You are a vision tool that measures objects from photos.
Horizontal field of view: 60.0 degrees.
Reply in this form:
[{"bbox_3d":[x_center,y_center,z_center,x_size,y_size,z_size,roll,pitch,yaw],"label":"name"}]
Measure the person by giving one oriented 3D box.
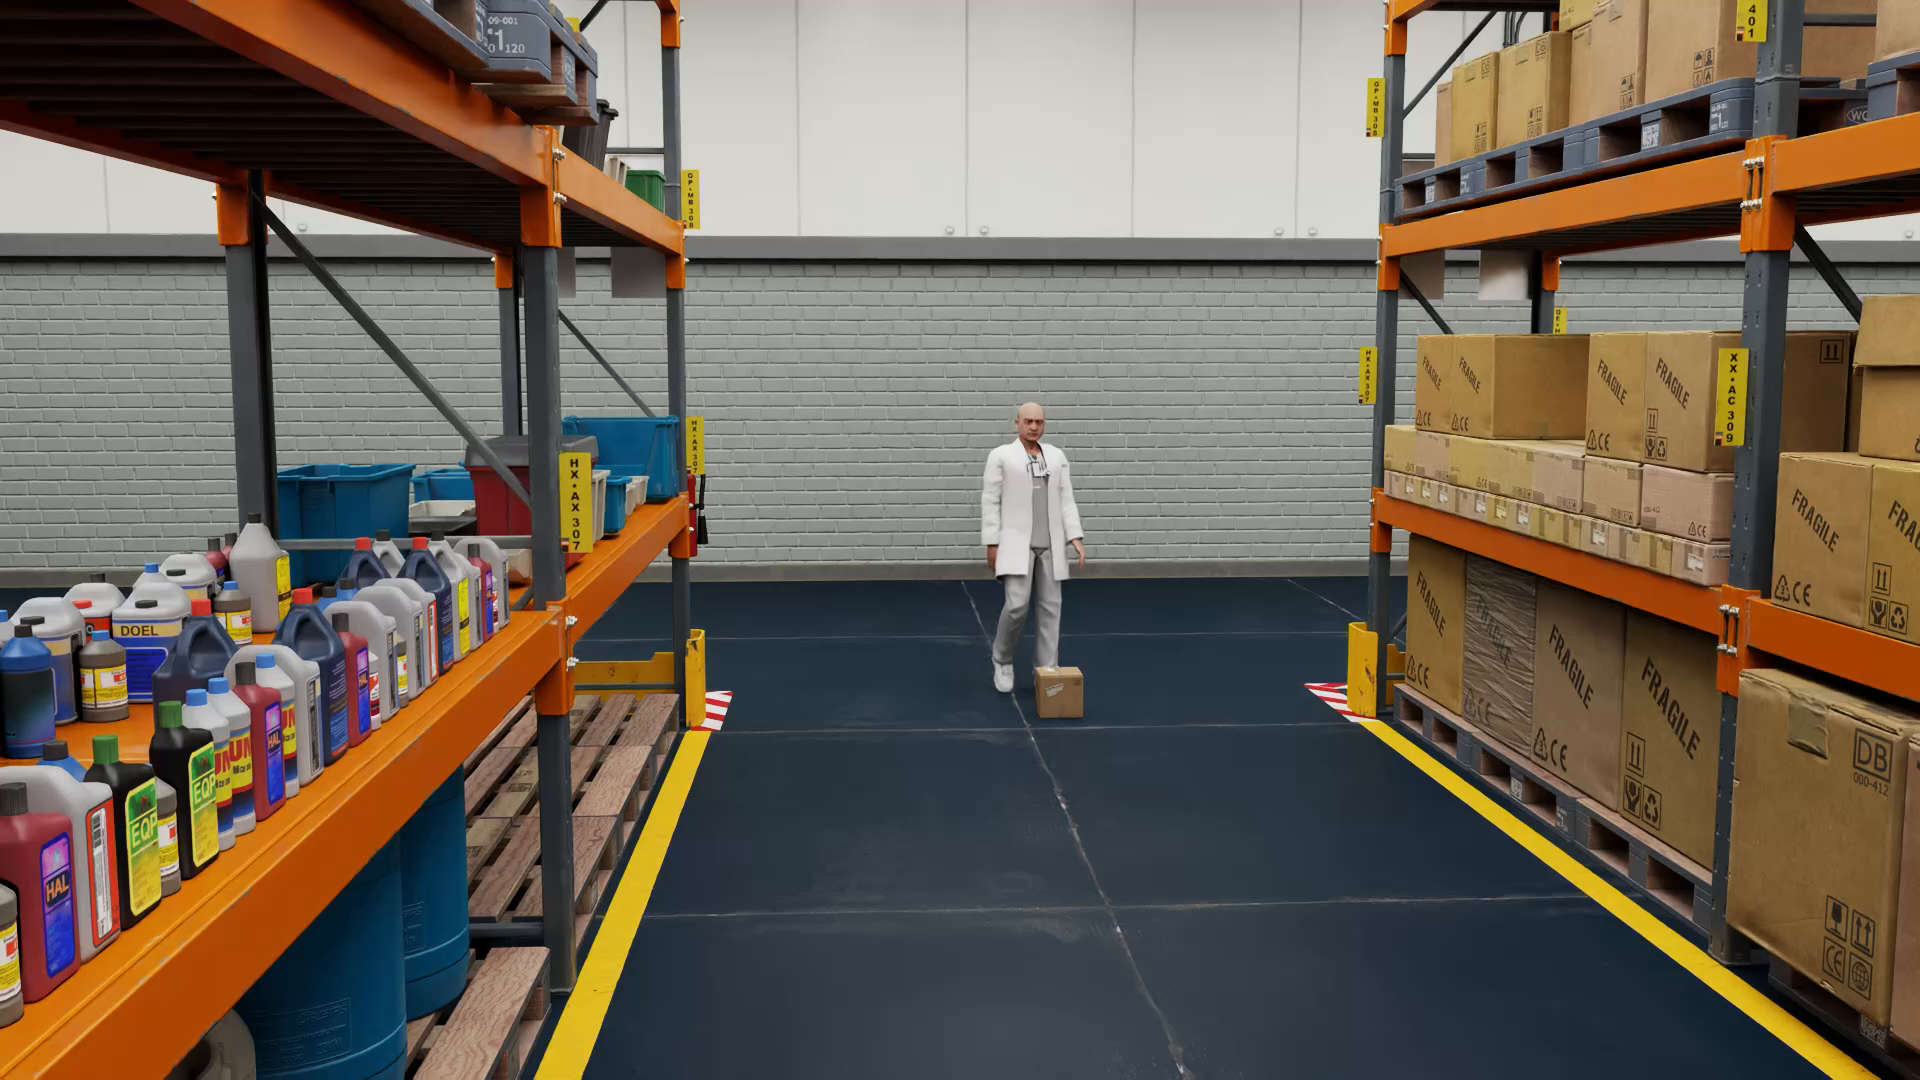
[{"bbox_3d":[0.464,0.049,10.256,0.618,1.786,0.563,-3,7,-22],"label":"person"}]
